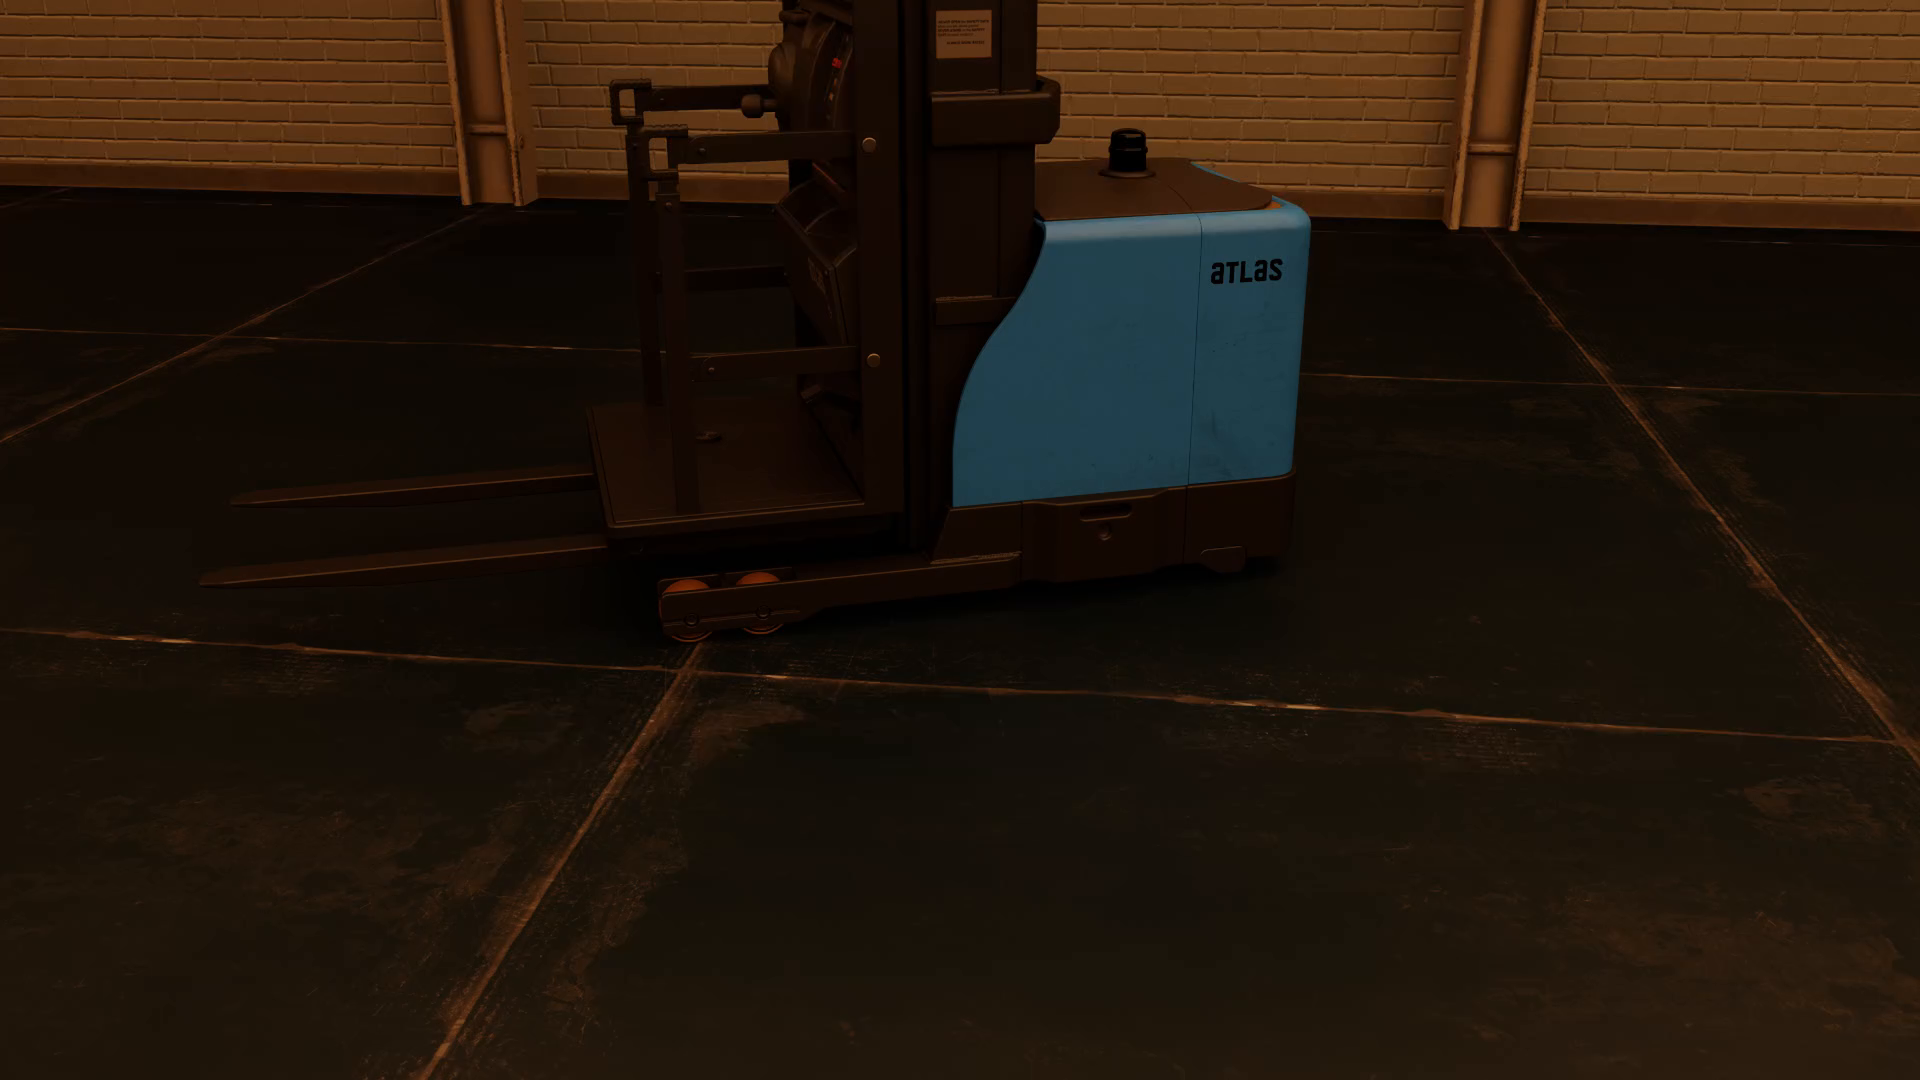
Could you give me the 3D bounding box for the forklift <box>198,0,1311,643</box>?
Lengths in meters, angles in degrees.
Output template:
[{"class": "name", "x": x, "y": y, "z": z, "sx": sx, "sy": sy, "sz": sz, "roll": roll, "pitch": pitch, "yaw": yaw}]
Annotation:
[{"class": "forklift", "x": -0.588, "y": -1.301, "z": 4.485, "sx": 3.031, "sy": 2.935, "sz": 1.130, "roll": -6, "pitch": 23, "yaw": -14}]
